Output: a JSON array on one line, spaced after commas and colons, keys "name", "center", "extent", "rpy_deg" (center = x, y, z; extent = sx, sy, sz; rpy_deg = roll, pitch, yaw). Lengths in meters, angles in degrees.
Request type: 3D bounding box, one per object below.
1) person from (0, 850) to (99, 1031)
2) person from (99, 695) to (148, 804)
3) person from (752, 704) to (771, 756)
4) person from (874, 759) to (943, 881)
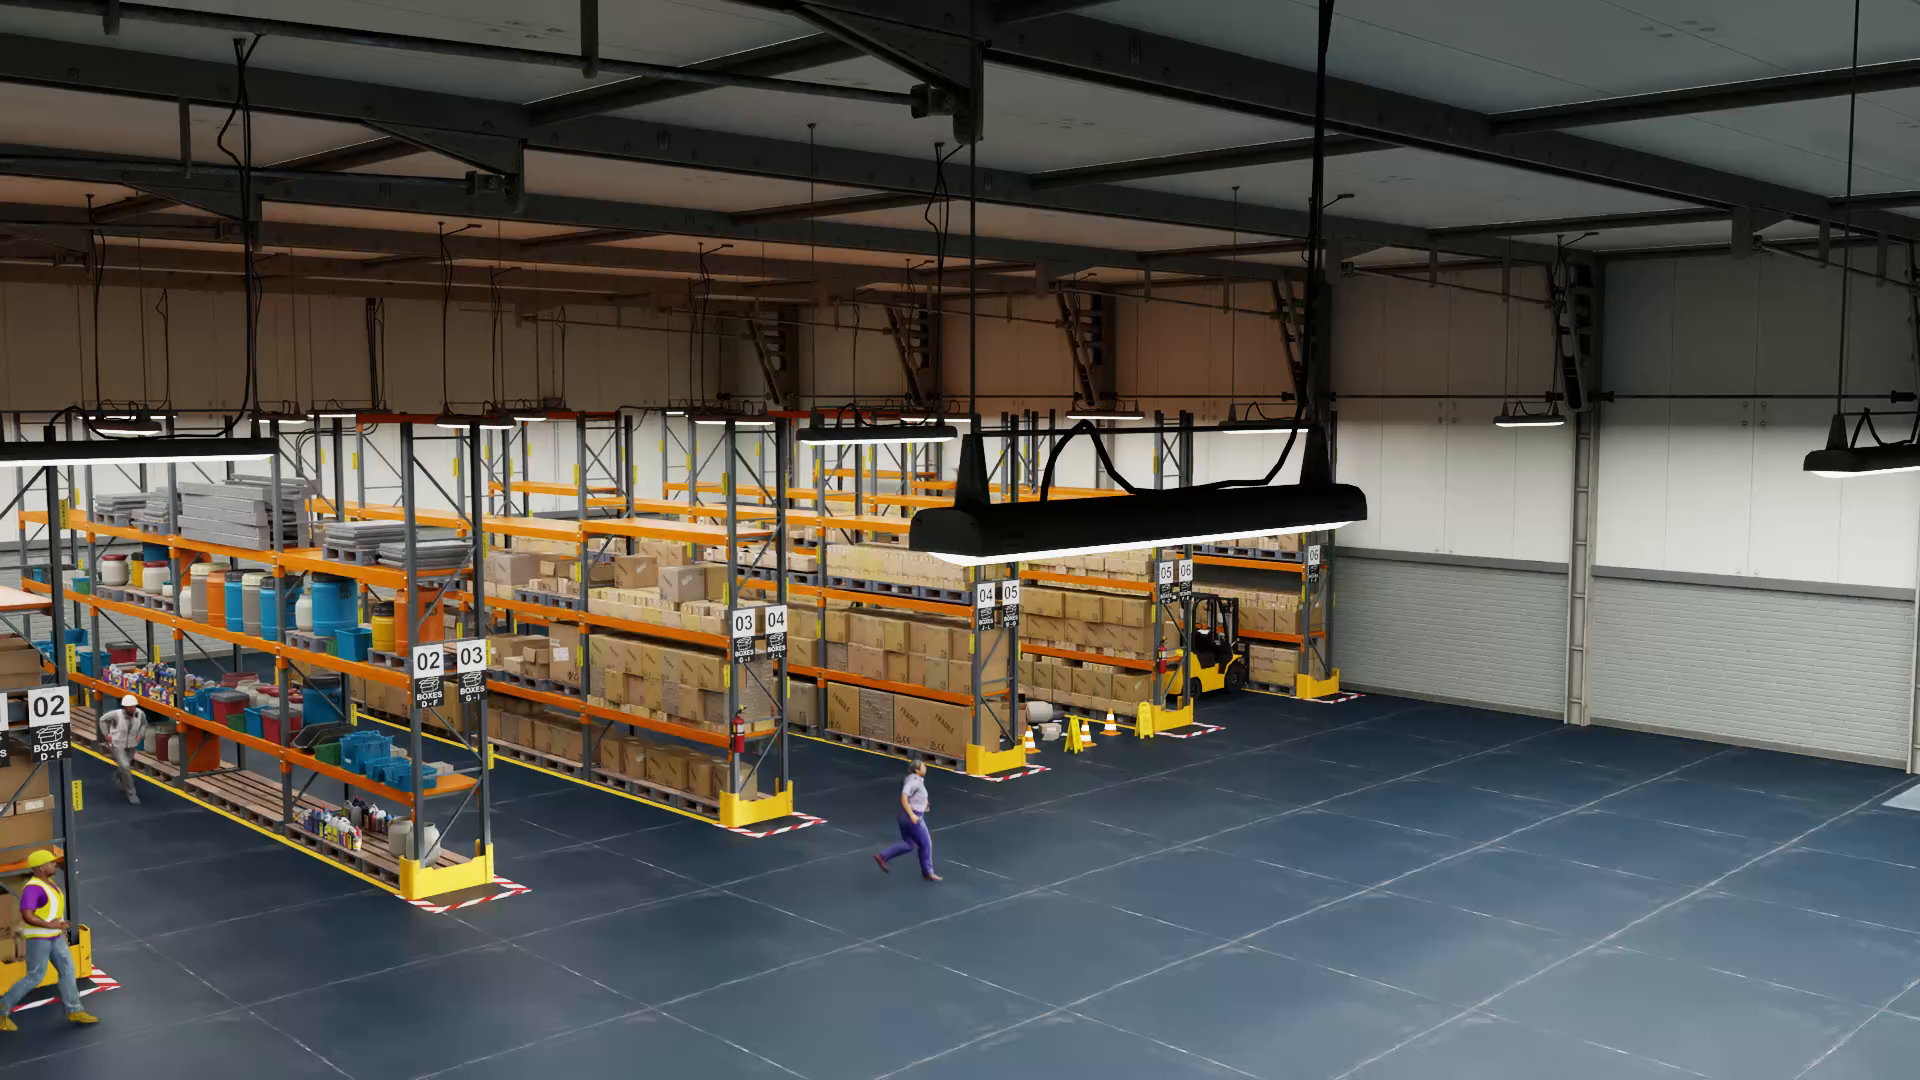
[{"name": "person", "center": [-9.180, 3.993, 16.726], "extent": [0.957, 1.751, 0.759], "rpy_deg": [-1, 5, -12]}, {"name": "person", "center": [-13.135, 3.243, 26.095], "extent": [0.697, 1.731, 1.050], "rpy_deg": [-5, 7, -43]}, {"name": "person", "center": [-3.673, 3.001, 29.438], "extent": [0.681, 1.620, 0.601], "rpy_deg": [3, 6, 33]}, {"name": "person", "center": [-0.661, 3.653, 21.622], "extent": [0.914, 1.645, 0.630], "rpy_deg": [-1, 5, -10]}]
